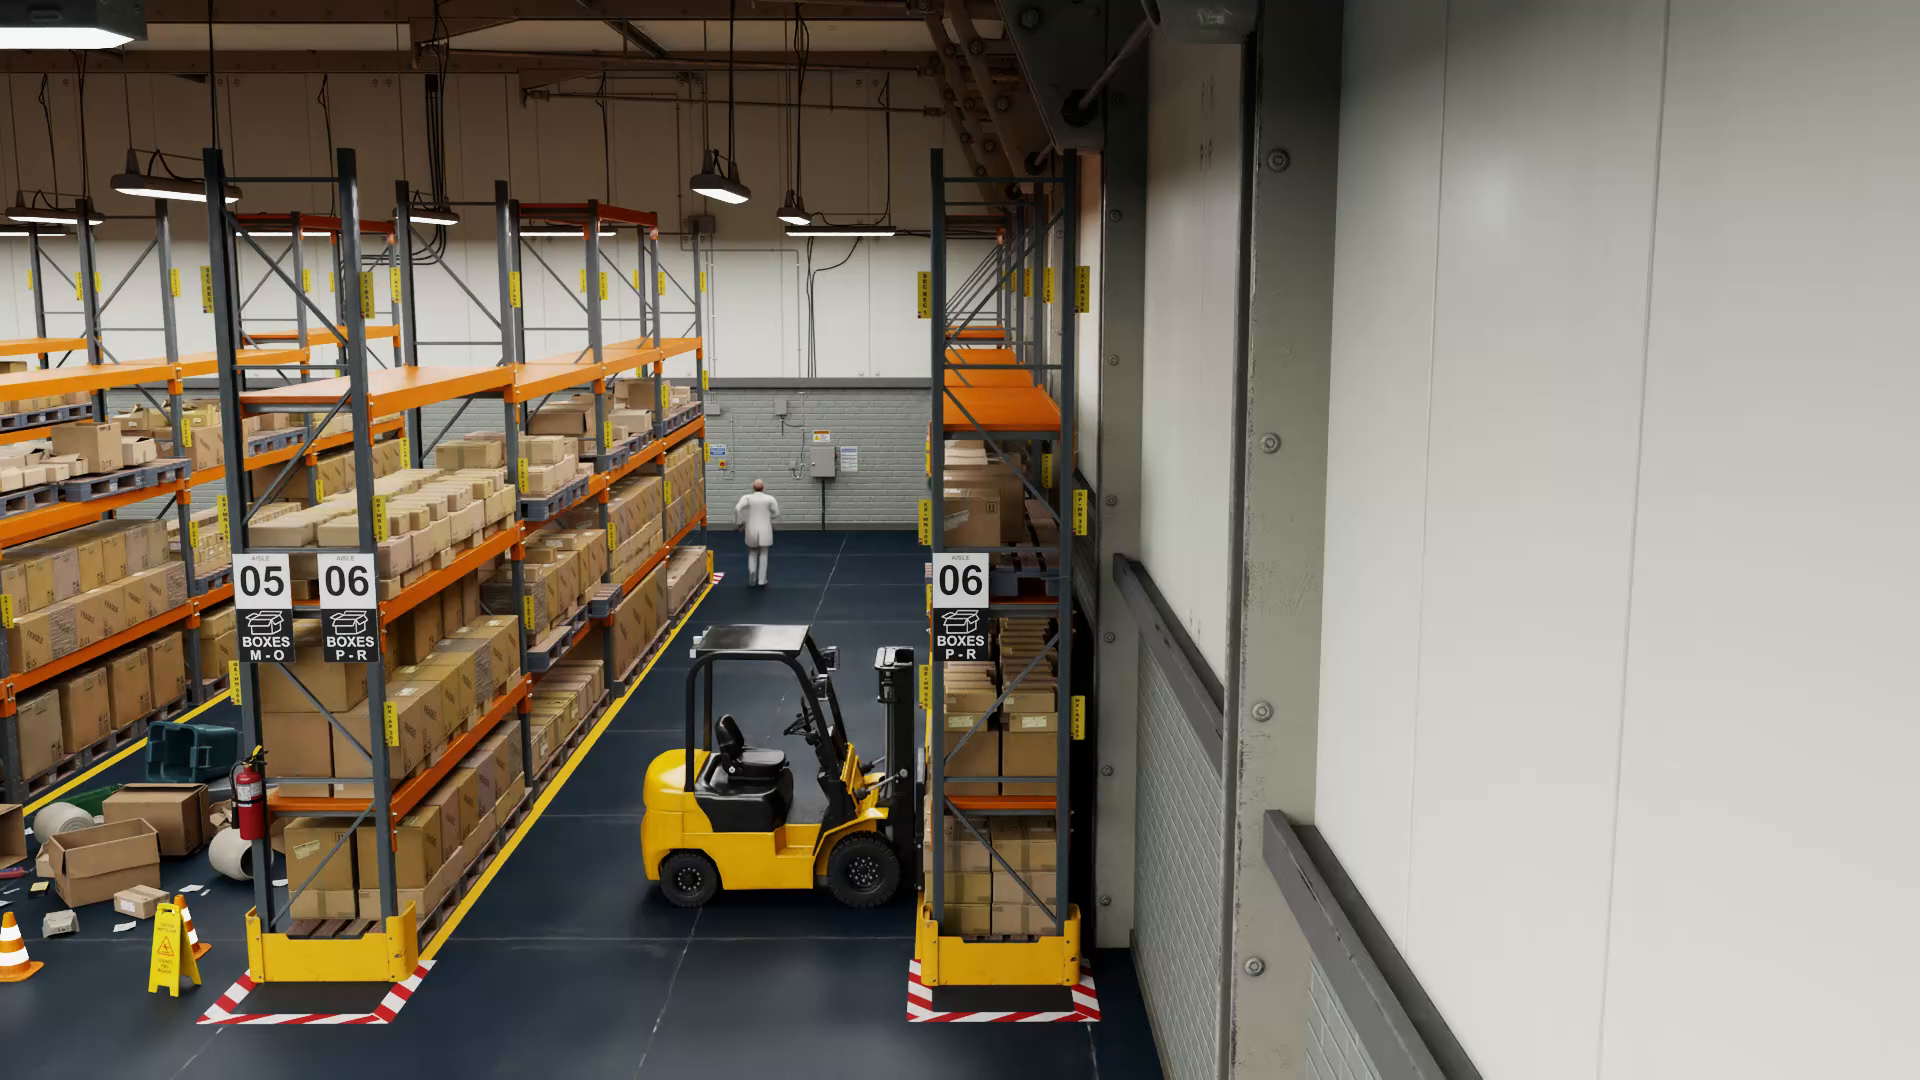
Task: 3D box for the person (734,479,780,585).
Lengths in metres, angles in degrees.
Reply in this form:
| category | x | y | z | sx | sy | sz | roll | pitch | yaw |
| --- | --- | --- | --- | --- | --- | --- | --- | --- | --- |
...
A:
| category | x | y | z | sx | sy | sz | roll | pitch | yaw |
| --- | --- | --- | --- | --- | --- | --- | --- | --- | --- |
| person | -3.364 | -0.113 | 27.676 | 0.739 | 1.815 | 0.760 | -1 | 9 | -3 |
